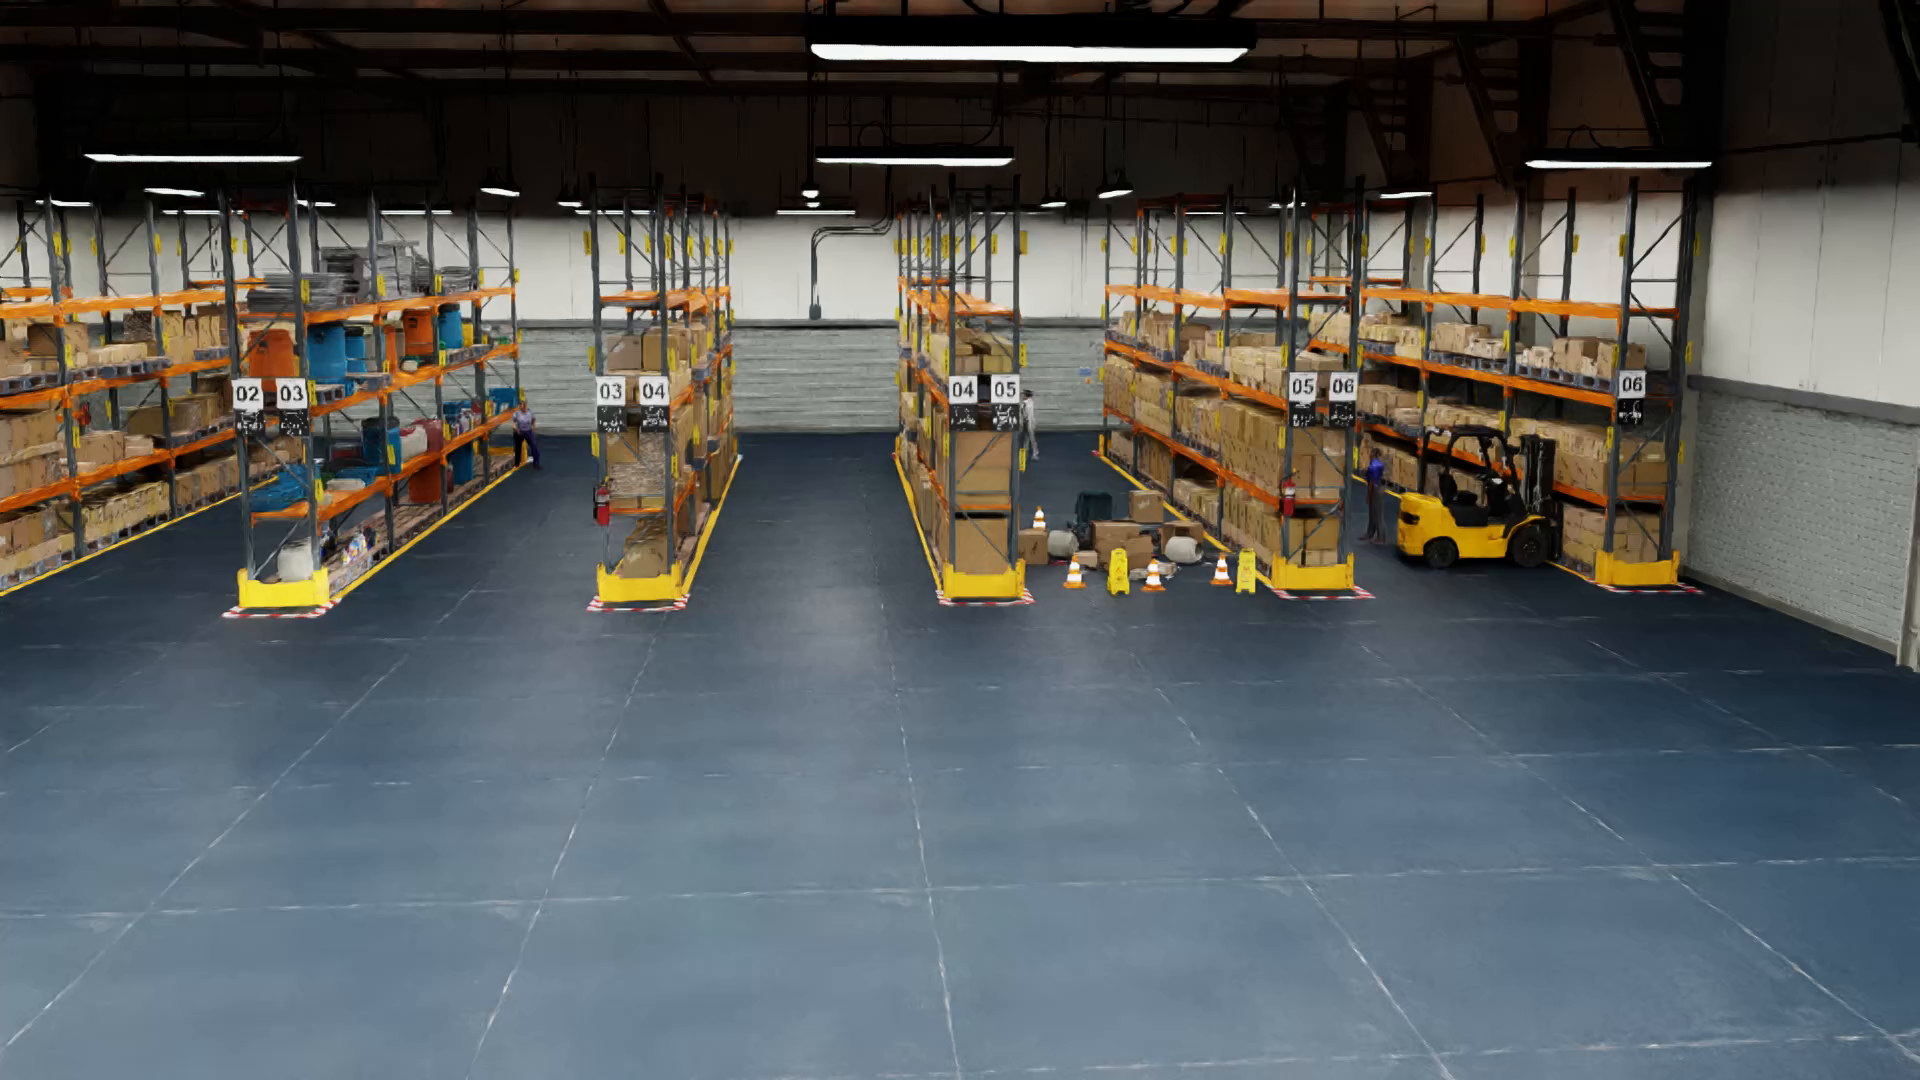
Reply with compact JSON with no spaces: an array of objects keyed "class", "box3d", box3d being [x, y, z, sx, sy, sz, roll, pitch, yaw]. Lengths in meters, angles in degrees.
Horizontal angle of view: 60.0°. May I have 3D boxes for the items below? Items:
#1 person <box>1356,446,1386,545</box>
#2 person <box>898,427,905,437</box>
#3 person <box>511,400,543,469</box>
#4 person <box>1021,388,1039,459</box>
[{"class":"person","box3d":[7.017,-0.773,28.244,0.551,1.653,0.574,5,11,26]},{"class":"person","box3d":[-1.252,-3.563,43.931,0.635,1.721,1.045,3,10,16]},{"class":"person","box3d":[-9.882,-2.417,37.794,0.655,1.578,0.824,-4,11,-21]},{"class":"person","box3d":[1.620,-2.768,39.529,0.469,1.670,0.564,-2,10,-10]}]
